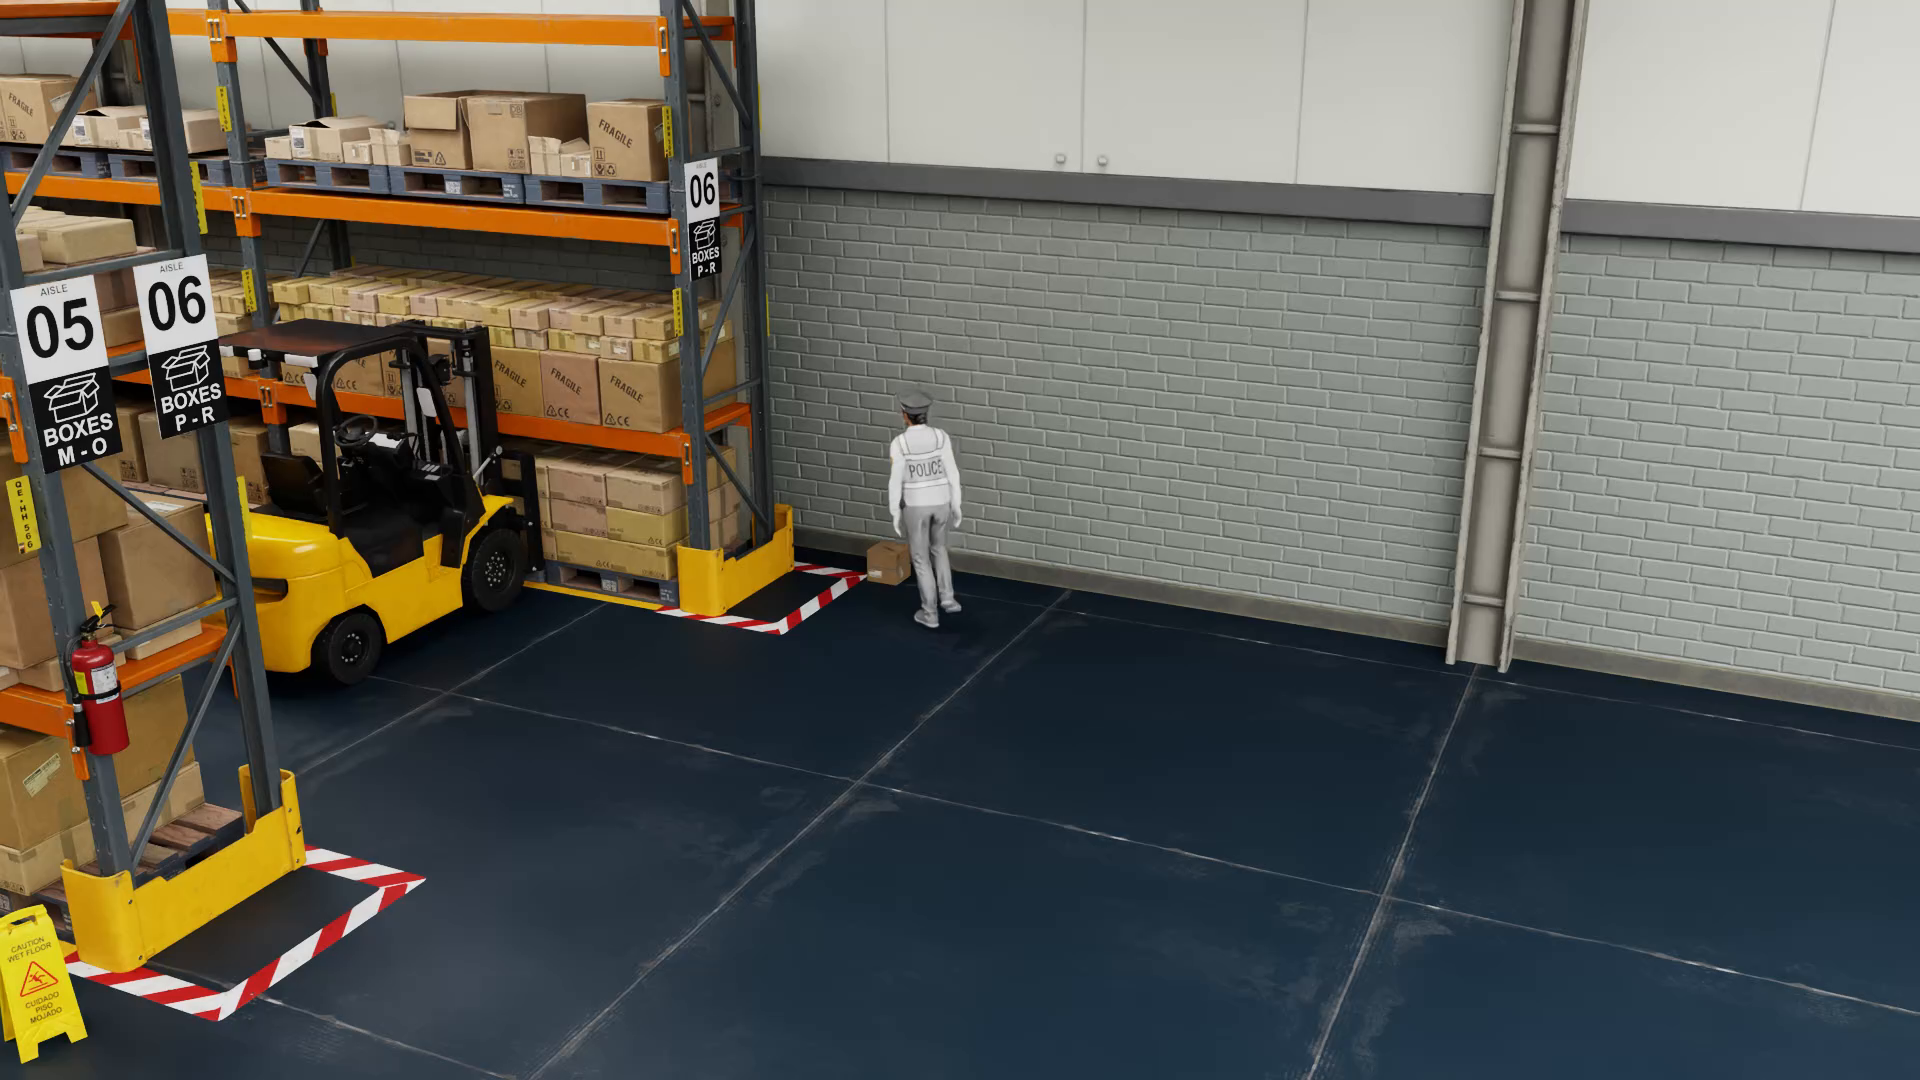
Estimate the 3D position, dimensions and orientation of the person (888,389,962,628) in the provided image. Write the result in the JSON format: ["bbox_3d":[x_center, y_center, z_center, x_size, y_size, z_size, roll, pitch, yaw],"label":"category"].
[{"bbox_3d":[-0.247,-0.206,11.606,0.509,1.667,0.449,-8,21,-23],"label":"person"}]
